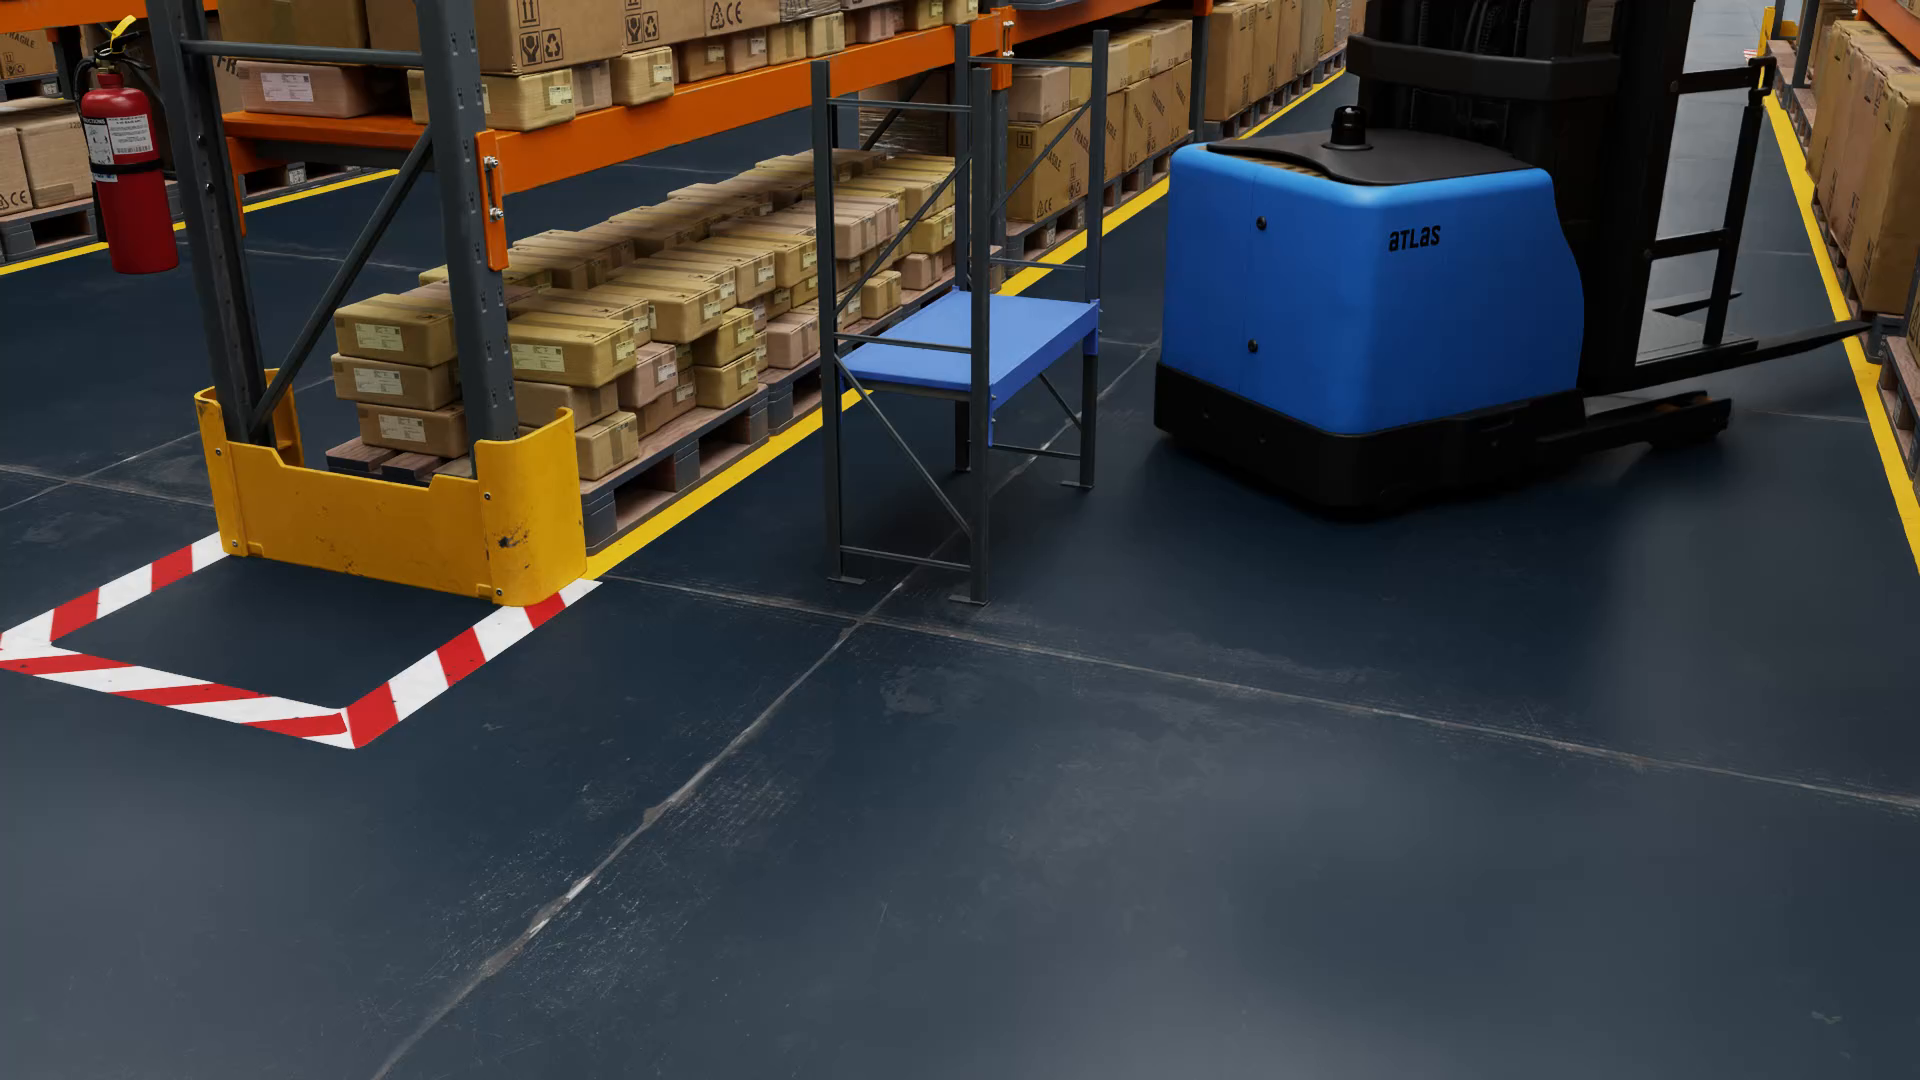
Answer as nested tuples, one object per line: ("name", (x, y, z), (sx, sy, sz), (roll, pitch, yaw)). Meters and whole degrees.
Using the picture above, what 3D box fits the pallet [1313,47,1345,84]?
("pallet", (3.070, -4.569, 15.914), (1.003, 0.211, 1.213), (9, 24, 20))

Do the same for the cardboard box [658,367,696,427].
("cardboard box", (-1.143, -0.516, 5.746), (0.380, 0.149, 0.250), (9, 24, 21))

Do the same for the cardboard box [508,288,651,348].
("cardboard box", (-1.241, -0.708, 5.435), (0.380, 0.149, 0.250), (9, 24, 21))

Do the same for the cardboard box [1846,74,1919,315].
("cardboard box", (4.530, -1.431, 6.995), (1.225, 0.875, 0.875), (9, 24, 20))

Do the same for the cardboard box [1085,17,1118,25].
("cardboard box", (0.748, -3.337, 11.074), (0.500, 0.250, 0.500), (8, 24, 18))

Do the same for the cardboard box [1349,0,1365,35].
("cardboard box", (3.686, -5.672, 17.149), (0.875, 0.875, 0.875), (8, 24, 19))

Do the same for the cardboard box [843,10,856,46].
("cardboard box", (-0.630, -2.012, 6.500), (0.380, 0.149, 0.250), (8, 24, 19))

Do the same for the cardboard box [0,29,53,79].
("cardboard box", (-8.167, -4.226, 14.173), (0.500, 0.500, 0.500), (8, 24, 19))

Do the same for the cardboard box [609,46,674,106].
("cardboard box", (-1.112, -1.439, 5.129), (0.380, 0.149, 0.250), (8, 24, 19))

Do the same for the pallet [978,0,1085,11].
("pallet", (0.163, -2.896, 8.540), (1.003, 0.211, 1.213), (9, 24, 20))

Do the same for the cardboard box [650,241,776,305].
("cardboard box", (-0.902, -0.978, 6.082), (0.380, 0.149, 0.250), (10, 25, 22))

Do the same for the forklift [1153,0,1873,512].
("forklift", (2.242, -1.842, 5.857), (3.031, 2.935, 1.130), (-13, 26, -28))

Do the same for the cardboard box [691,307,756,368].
("cardboard box", (-0.950, -0.733, 5.881), (0.380, 0.149, 0.250), (10, 25, 22))

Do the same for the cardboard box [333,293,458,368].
("cardboard box", (-1.781, -0.679, 5.366), (0.380, 0.149, 0.250), (9, 24, 21))

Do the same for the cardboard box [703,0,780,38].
("cardboard box", (-0.950, -1.973, 5.567), (0.500, 0.500, 0.500), (9, 24, 21))

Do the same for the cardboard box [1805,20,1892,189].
("cardboard box", (5.521, -2.386, 9.283), (1.225, 0.875, 0.875), (8, 24, 18))

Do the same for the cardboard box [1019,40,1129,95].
("cardboard box", (0.652, -2.718, 9.589), (0.500, 0.250, 0.500), (10, 25, 22))

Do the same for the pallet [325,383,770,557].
("pallet", (-1.379, -0.326, 5.758), (1.003, 0.211, 1.213), (9, 24, 20))

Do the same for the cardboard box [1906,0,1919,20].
("cardboard box", (4.609, -2.602, 7.458), (0.500, 0.500, 0.500), (8, 24, 19))

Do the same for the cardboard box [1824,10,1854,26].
("cardboard box", (7.674, -4.232, 14.188), (0.500, 0.500, 0.500), (18, 29, 37))

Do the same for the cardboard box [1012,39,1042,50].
("cardboard box", (0.172, -2.794, 9.773), (0.500, 0.250, 0.500), (8, 24, 18))

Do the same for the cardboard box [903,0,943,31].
("cardboard box", (-0.294, -2.285, 7.155), (0.380, 0.149, 0.250), (10, 25, 22))

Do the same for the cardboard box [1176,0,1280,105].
("cardboard box", (1.861, -3.837, 12.919), (1.050, 0.750, 0.750), (9, 24, 21))

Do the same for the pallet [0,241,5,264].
("pallet", (-5.697, -1.419, 8.372), (1.003, 0.211, 1.213), (9, 24, 20))

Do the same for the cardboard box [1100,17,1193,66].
("cardboard box", (1.219, -3.267, 10.906), (0.500, 0.250, 0.500), (8, 24, 19))

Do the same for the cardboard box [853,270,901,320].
("cardboard box", (-0.470, -1.051, 7.027), (0.380, 0.149, 0.250), (9, 24, 20))

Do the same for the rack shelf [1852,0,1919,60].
("rack shelf", (5.054, -2.369, 7.964), (1.077, 0.370, 4.000), (9, 24, 20))

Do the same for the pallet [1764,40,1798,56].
("pallet", (8.406, -4.680, 16.181), (1.003, 0.211, 1.213), (9, 24, 20))

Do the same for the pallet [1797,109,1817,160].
("pallet", (6.543, -2.845, 11.786), (1.003, 0.211, 1.213), (9, 24, 20))

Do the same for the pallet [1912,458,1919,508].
("pallet", (3.504, 0.000, 4.976), (1.003, 0.211, 1.213), (9, 24, 20))

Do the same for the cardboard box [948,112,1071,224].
("cardboard box", (0.264, -1.999, 8.841), (0.500, 0.500, 0.500), (10, 25, 22))

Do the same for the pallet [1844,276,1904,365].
("pallet", (4.528, -0.986, 7.336), (1.003, 0.211, 1.213), (9, 24, 20))

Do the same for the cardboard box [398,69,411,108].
("cardboard box", (-1.756, -1.425, 5.096), (0.380, 0.149, 0.250), (9, 24, 20))

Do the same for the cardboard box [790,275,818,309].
("cardboard box", (-0.768, -1.040, 6.616), (0.380, 0.149, 0.250), (10, 25, 23))

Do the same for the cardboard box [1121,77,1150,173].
("cardboard box", (0.850, -2.554, 10.170), (0.500, 0.500, 0.500), (8, 24, 18))

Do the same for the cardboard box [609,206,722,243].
("cardboard box", (-1.181, -1.235, 6.698), (0.380, 0.149, 0.250), (9, 24, 20))

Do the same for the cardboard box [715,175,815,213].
("cardboard box", (-0.858, -1.507, 7.347), (0.380, 0.149, 0.250), (8, 24, 19))

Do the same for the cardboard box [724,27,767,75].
("cardboard box", (-0.901, -1.729, 5.824), (0.380, 0.149, 0.250), (8, 24, 19))

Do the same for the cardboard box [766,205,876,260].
("cardboard box", (-0.563, -1.243, 6.715), (0.380, 0.149, 0.250), (8, 24, 18))

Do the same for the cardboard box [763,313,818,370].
("cardboard box", (-0.767, -0.773, 6.363), (0.380, 0.149, 0.250), (8, 24, 17))

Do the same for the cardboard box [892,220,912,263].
("cardboard box", (-0.435, -1.316, 7.278), (0.380, 0.149, 0.250), (9, 24, 21))

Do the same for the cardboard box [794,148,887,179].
("cardboard box", (-0.577, -1.791, 8.028), (0.380, 0.149, 0.250), (10, 25, 22))

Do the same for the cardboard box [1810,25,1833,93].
("cardboard box", (7.035, -3.681, 12.844), (0.700, 0.500, 0.500), (7, 24, 16))

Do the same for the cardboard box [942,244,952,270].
("cardboard box", (-0.260, -1.340, 7.720), (0.380, 0.149, 0.250), (9, 24, 22))

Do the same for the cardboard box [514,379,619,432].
("cardboard box", (-1.309, -0.467, 5.243), (0.380, 0.149, 0.250), (10, 25, 22))

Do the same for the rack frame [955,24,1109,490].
("rack frame", (0.220, -0.904, 5.470), (0.500, 1.500, 0.032), (9, 24, 20))

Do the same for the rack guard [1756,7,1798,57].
("rack guard", (8.740, -5.099, 16.809), (1.175, 0.500, 0.348), (9, 24, 20))

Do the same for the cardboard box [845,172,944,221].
("cardboard box", (-0.291, -1.533, 7.410), (0.380, 0.149, 0.250), (9, 24, 20))

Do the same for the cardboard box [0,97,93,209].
("cardboard box", (-5.223, -2.206, 9.420), (0.875, 0.438, 0.875), (8, 24, 19))

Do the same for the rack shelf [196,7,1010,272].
("rack shelf", (-0.999, -1.684, 6.323), (1.077, 0.370, 4.000), (9, 24, 20))

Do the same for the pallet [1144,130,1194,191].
("pallet", (0.938, -2.597, 11.193), (1.003, 0.211, 1.213), (9, 24, 20))

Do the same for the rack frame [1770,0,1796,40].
("rack frame", (8.769, -6.280, 16.392), (1.000, 3.000, 0.127), (9, 24, 20))

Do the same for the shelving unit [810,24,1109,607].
("shelving unit", (0.032, -0.723, 5.034), (0.538, 1.500, 1.048), (9, 24, 20))

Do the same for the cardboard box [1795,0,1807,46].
("cardboard box", (8.521, -5.099, 16.264), (0.500, 0.500, 0.500), (14, 26, 30))

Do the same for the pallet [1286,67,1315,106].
("pallet", (2.499, -4.021, 14.602), (1.003, 0.211, 1.213), (9, 24, 20))

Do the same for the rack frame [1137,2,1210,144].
("rack frame", (1.229, -4.163, 11.325), (1.000, 3.000, 0.127), (9, 24, 20))

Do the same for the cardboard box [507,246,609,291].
("cardboard box", (-1.501, -0.955, 6.027), (0.380, 0.149, 0.250), (8, 24, 18))

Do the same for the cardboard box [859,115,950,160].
("cardboard box", (-0.215, -2.073, 9.019), (0.500, 0.500, 0.500), (8, 24, 19))
